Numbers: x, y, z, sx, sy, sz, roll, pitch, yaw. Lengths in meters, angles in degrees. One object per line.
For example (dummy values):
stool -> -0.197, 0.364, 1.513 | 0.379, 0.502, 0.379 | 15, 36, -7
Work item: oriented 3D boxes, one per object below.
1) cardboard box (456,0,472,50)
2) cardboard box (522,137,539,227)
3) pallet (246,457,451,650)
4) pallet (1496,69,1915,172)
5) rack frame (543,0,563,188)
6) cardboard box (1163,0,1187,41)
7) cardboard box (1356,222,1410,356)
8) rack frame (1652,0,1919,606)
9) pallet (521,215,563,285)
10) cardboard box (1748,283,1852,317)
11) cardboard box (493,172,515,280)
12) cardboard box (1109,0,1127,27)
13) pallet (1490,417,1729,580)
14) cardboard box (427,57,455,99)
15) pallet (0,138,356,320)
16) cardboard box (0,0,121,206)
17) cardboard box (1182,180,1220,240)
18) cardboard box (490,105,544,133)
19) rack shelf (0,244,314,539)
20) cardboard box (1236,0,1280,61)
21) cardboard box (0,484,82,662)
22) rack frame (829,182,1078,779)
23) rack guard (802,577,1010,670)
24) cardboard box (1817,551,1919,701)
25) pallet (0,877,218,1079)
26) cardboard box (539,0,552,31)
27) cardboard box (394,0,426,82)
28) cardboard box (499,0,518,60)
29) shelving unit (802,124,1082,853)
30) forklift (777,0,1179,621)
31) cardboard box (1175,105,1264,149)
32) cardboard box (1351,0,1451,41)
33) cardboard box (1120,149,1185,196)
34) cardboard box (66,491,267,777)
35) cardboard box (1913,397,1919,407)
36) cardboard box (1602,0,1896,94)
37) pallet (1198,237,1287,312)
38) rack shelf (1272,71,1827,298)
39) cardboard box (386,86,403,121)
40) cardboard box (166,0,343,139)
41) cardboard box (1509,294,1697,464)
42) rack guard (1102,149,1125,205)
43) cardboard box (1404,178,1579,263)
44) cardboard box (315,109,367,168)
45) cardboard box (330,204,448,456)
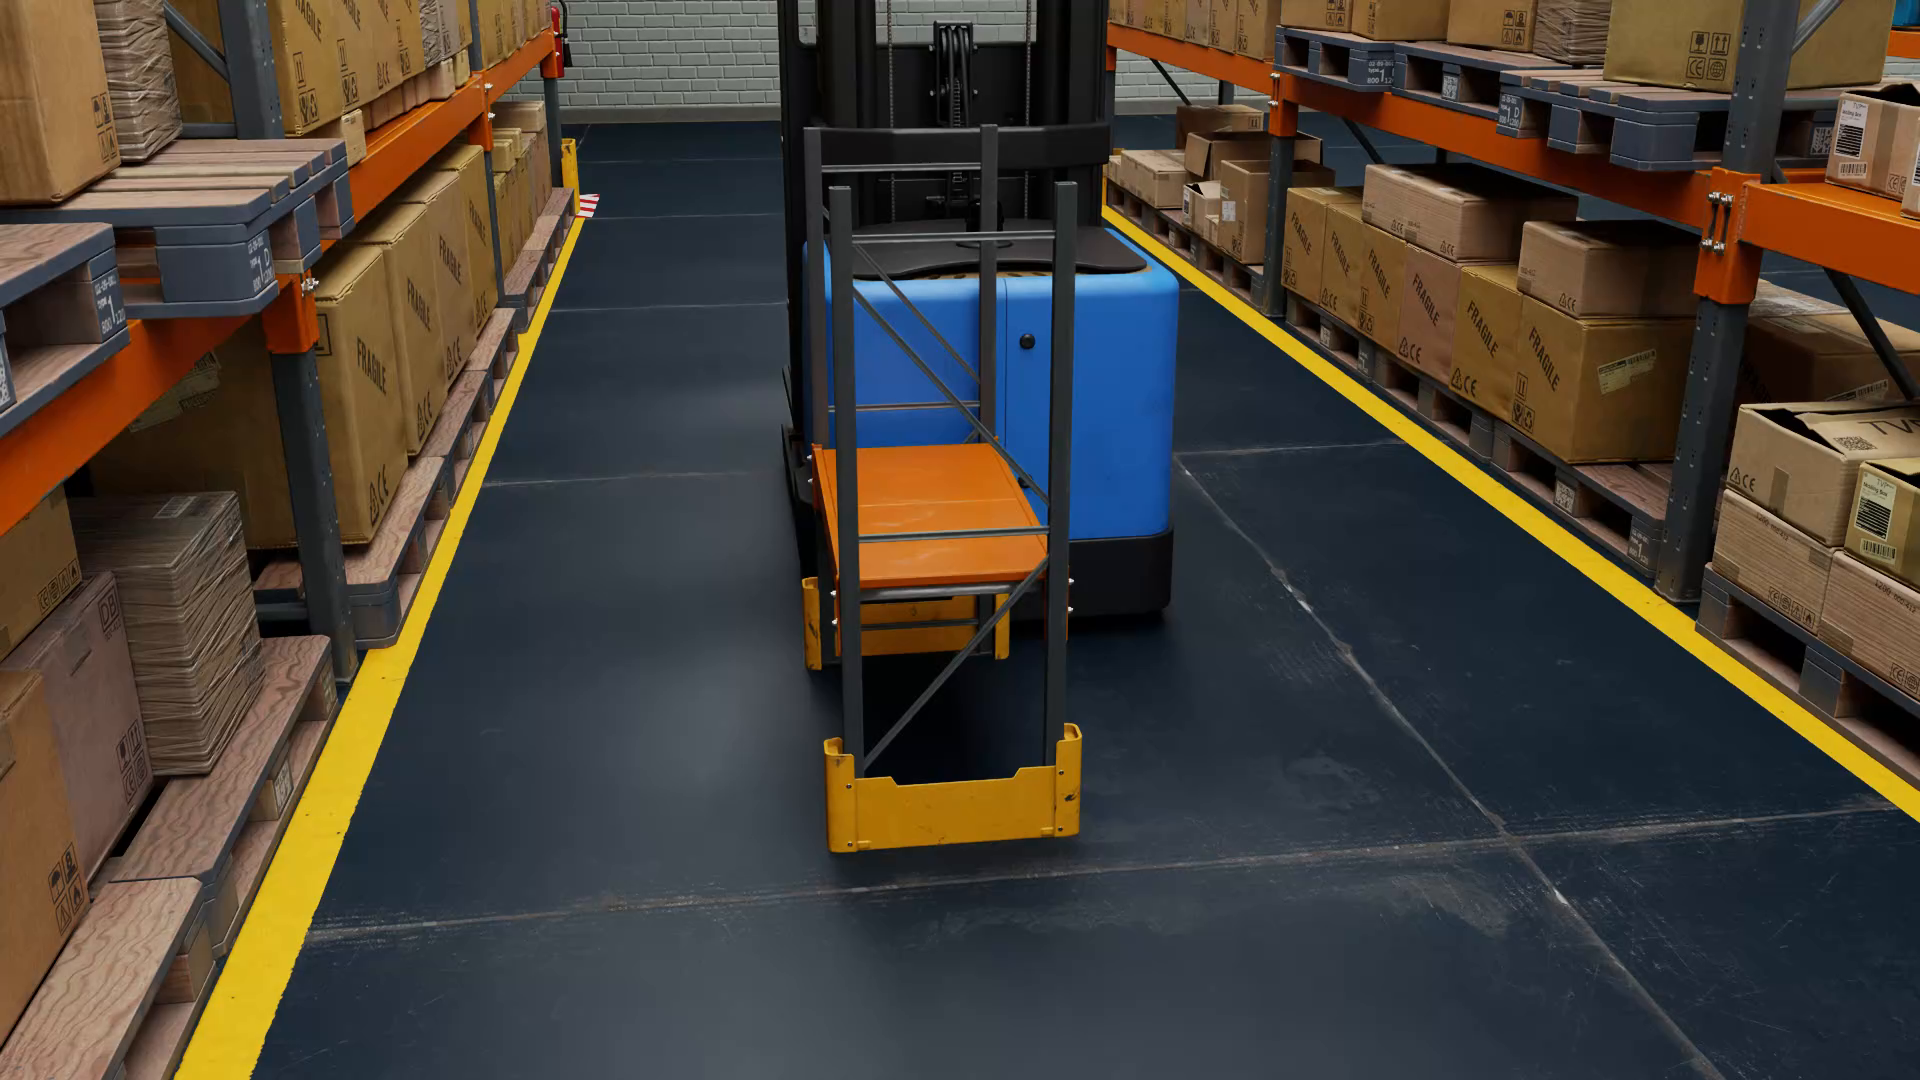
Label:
cardboard box -> -2.460, -2.428, 7.334 | 0.500, 0.500, 0.500 | -3, 21, -9
cardboard box -> -3.007, -2.206, 10.307 | 0.700, 0.500, 0.500 | -4, 21, -10
pallet -> -2.238, 0.035, 5.322 | 1.003, 0.211, 1.213 | -3, 21, -8
pallet -> 2.535, -1.387, 5.418 | 1.213, 0.211, 1.003 | -3, 21, -8
rack frame -> -3.352, -3.765, 11.509 | 1.000, 3.000, 0.127 | -3, 21, -8
cardboard box -> 1.572, -3.370, 10.310 | 0.500, 0.500, 0.500 | -3, 21, -7
cardboard box -> 2.107, -1.129, 7.395 | 0.500, 0.500, 0.500 | -3, 21, -7
rack frame -> 2.702, -1.246, 4.765 | 1.000, 3.000, 0.127 | -3, 21, -8
pallet -> -2.987, -1.764, 10.138 | 1.003, 0.211, 1.213 | -3, 21, -8
cardboard box -> 2.838, -0.634, 6.071 | 0.500, 0.500, 0.500 | -4, 21, -10
cardboard box -> -2.782, -1.670, 8.872 | 0.700, 0.500, 0.500 | -3, 21, -7
cardboard box -> 1.352, -3.896, 11.717 | 0.500, 0.500, 0.500 | -2, 21, -7
pallet -> 2.632, -0.200, 5.950 | 1.003, 0.211, 1.213 | -3, 21, -8
cardboard box -> -2.298, -1.902, 6.852 | 0.380, 0.149, 0.250 | -3, 21, -8
pallet -> -1.991, -0.664, 3.480 | 1.213, 0.211, 1.003 | -3, 21, -8
cardboard box -> -2.014, -0.893, 3.050 | 0.700, 0.500, 0.500 | -5, 21, -13
cardboard box -> 1.655, -2.020, 10.052 | 0.500, 0.311, 0.500 | -3, 21, -8
cardboard box -> -2.916, -2.733, 10.793 | 0.380, 0.149, 0.250 | -2, 21, -6
rack shelf -> -1.911, 0.035, 2.365 | 1.077, 0.370, 4.000 | -3, 21, -8
cardboard box -> 1.800, -2.838, 8.885 | 0.500, 0.500, 0.500 | -3, 21, -7
cardboard box -> -2.024, 0.066, 3.125 | 0.500, 0.250, 0.500 | -3, 21, -7
rack frame -> -0.013, -0.008, 3.595 | 0.500, 1.500, 0.032 | -3, 21, -7
rack guard -> -0.152, 0.225, 4.756 | 0.587, 0.250, 0.087 | -3, 21, -7
cardboard box -> 2.560, 0.215, 4.182 | 0.500, 0.250, 0.500 | -3, 21, -9
pallet -> -1.915, 1.003, 2.728 | 1.003, 0.211, 1.213 | -3, 21, -8
cardboard box -> -3.269, -3.729, 10.985 | 0.980, 0.700, 0.700 | -2, 21, -5
cardboard box -> -2.235, -1.905, 5.933 | 0.500, 0.500, 0.500 | -2, 21, -6
cardboard box -> -2.938, -2.962, 8.931 | 0.980, 0.700, 0.700 | -3, 21, -9
shelving unit -> -0.084, -0.188, 4.075 | 0.587, 1.500, 1.083 | -3, 21, -7
forklift -> -0.092, -1.591, 5.787 | 1.130, 2.935, 3.031 | -3, 21, -8
cardboard box -> 1.871, -2.875, 12.071 | 0.500, 0.500, 0.500 | -3, 21, -8
cardboard box -> 2.134, -2.464, 7.284 | 0.700, 0.500, 0.500 | 0, 20, 1
cardboard box -> 1.419, -2.558, 11.580 | 0.500, 0.250, 0.500 | -3, 21, -8
cardboard box -> -2.044, 0.217, 3.793 | 0.700, 0.500, 0.500 | -3, 21, -7
cardboard box -> 3.021, -0.248, 4.622 | 0.500, 0.311, 0.500 | -2, 21, -6
cardboard box -> 2.500, -1.702, 5.243 | 0.700, 0.500, 0.500 | -10, 23, -26
pallet -> 2.028, -1.562, 9.598 | 1.003, 0.211, 1.213 | -3, 21, -8
rack shelf -> 2.414, -1.602, 6.745 | 1.077, 0.370, 4.000 | -3, 21, -8
cardboard box -> -2.280, -1.634, 6.135 | 0.380, 0.149, 0.250 | -2, 21, -6
cardboard box -> -2.016, -1.372, 4.505 | 0.500, 0.500, 0.500 | -2, 21, -6
cardboard box -> 2.335, -0.593, 5.961 | 0.500, 0.500, 0.500 | -2, 21, -6
rack guard -> 1.560, -2.819, 12.548 | 1.175, 0.500, 0.348 | -3, 21, -8
cardboard box -> 2.171, -1.318, 6.829 | 0.500, 0.250, 0.500 | -3, 21, -9
cardboard box -> -2.000, -1.196, 4.962 | 0.380, 0.149, 0.250 | -2, 21, -6
cardboard box -> -2.295, -0.749, 5.908 | 0.750, 0.750, 0.750 | -3, 21, -8
